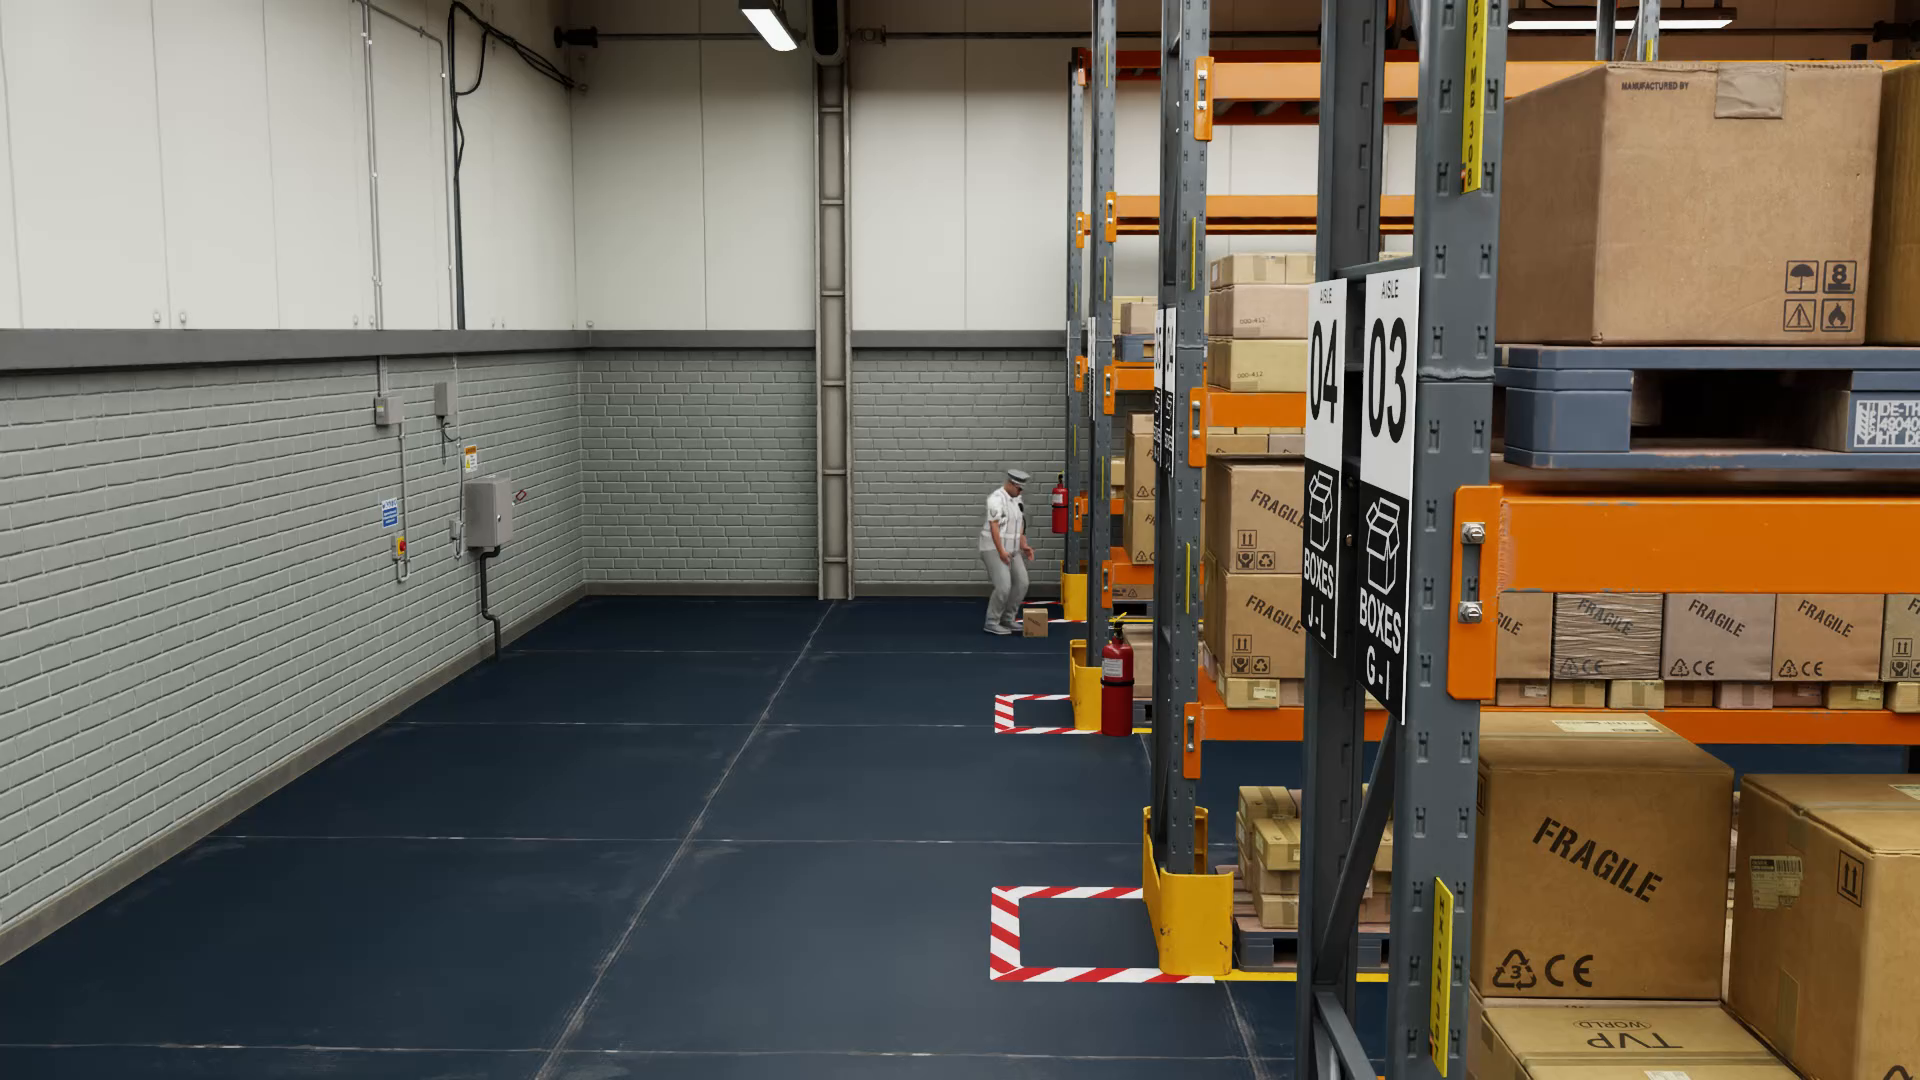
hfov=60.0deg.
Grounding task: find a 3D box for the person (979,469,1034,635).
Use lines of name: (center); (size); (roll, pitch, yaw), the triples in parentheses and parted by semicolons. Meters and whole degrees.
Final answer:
person: (0.484, 0.124, 17.151); (0.517, 1.666, 0.561); (5, 9, 36)
